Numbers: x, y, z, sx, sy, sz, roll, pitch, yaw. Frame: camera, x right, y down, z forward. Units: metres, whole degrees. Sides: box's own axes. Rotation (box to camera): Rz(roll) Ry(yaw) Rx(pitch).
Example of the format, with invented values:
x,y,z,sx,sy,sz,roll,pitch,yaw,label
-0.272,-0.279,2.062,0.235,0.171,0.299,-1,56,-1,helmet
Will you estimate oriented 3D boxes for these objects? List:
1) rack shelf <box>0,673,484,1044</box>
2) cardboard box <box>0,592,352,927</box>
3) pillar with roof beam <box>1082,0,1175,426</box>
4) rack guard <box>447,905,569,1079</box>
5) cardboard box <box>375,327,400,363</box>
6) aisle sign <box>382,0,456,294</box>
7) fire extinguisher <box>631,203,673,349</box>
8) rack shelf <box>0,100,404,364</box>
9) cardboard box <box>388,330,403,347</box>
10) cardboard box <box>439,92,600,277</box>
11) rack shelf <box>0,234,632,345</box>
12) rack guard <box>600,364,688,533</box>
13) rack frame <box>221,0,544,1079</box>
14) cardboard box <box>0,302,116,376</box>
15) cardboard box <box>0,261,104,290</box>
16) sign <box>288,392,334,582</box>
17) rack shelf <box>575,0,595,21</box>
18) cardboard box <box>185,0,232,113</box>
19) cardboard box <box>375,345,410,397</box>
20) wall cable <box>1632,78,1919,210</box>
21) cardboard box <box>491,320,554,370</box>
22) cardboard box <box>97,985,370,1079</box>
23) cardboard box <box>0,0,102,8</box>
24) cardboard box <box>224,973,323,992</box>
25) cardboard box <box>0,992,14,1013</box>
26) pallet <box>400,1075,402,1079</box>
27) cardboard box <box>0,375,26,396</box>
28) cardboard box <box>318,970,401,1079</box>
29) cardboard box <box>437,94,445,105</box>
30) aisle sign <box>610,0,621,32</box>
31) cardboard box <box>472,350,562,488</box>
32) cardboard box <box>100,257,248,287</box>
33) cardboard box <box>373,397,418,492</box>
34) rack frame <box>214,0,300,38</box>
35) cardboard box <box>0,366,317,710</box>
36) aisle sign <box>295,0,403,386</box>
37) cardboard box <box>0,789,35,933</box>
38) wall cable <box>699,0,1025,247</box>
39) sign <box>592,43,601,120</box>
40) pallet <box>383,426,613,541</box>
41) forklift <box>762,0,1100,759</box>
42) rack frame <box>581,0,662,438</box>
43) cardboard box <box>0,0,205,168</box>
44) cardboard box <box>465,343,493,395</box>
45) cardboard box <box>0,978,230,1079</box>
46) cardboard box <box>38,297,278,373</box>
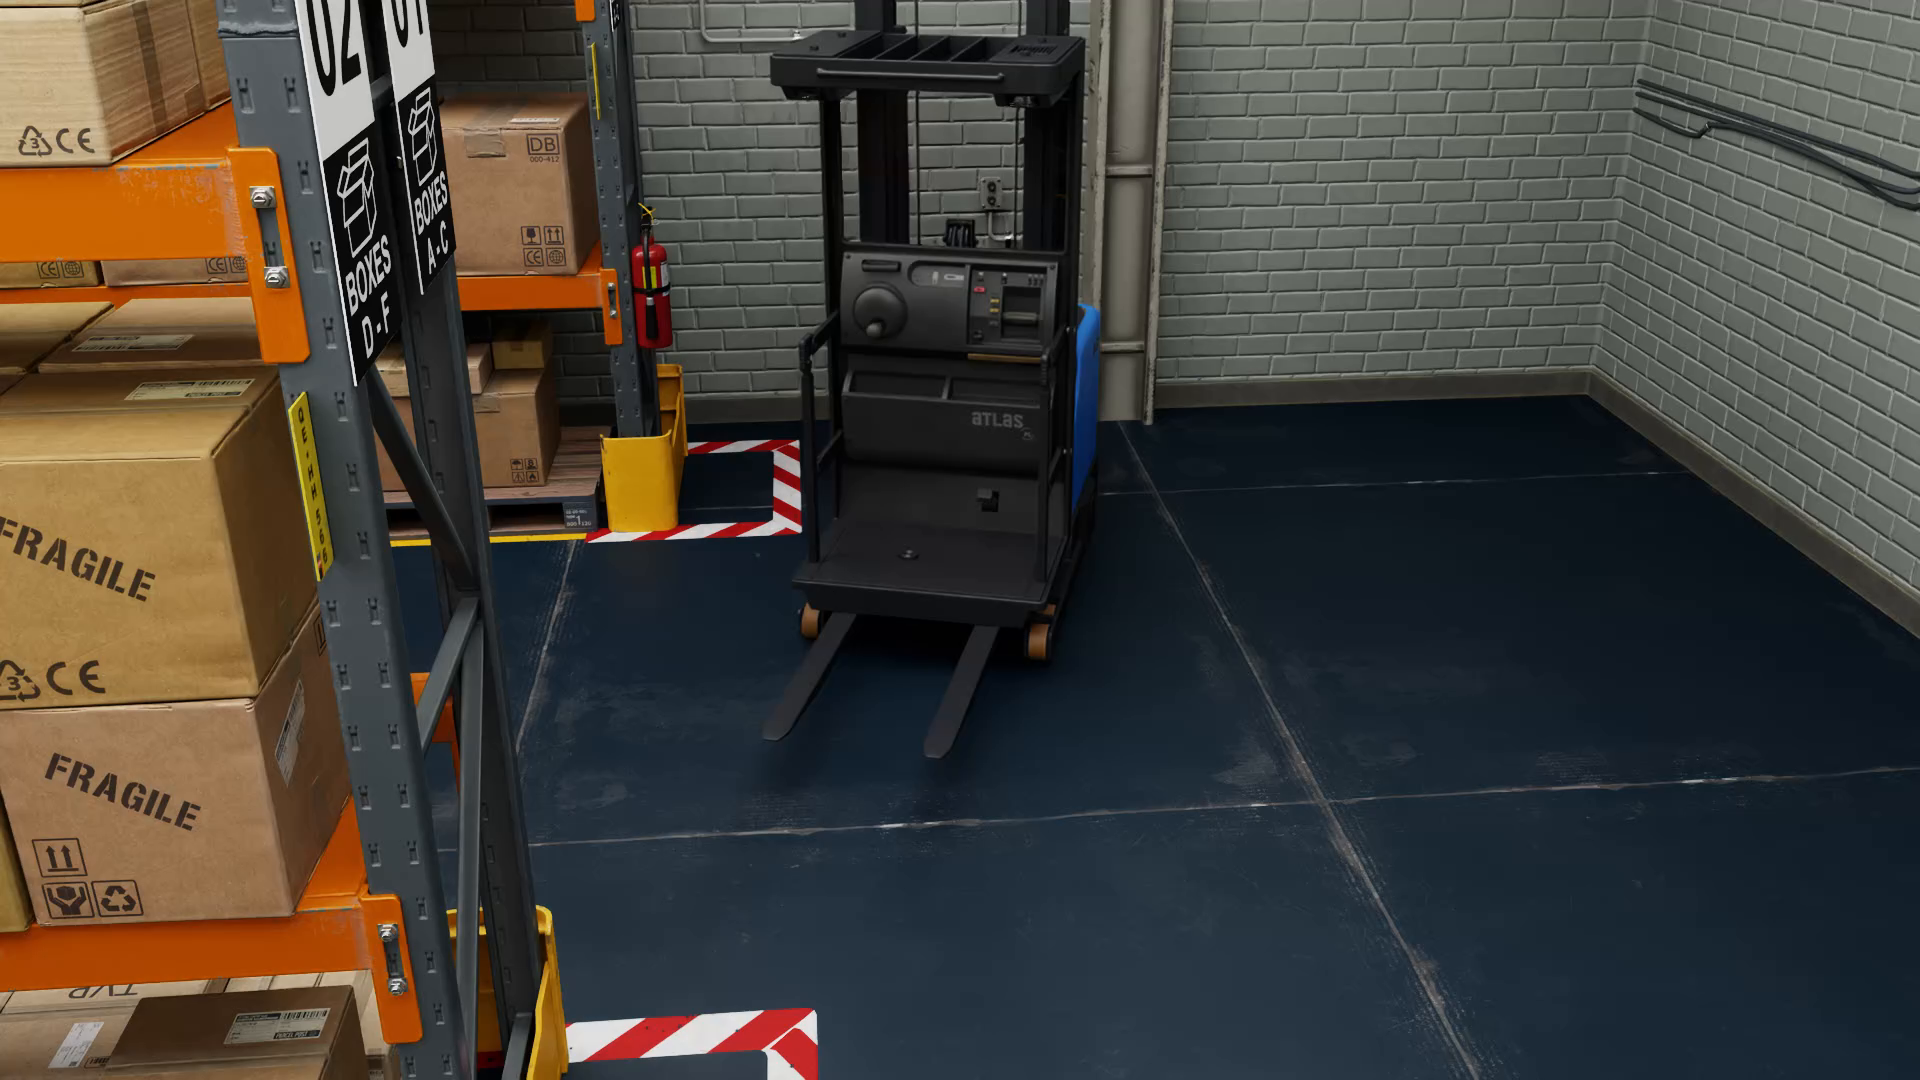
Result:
x,y,z,sx,sy,sz,roll,pitch,yaw,label
-3.175,0.764,3.724,4.000,0.370,1.077,-2,24,-5,rack shelf
-1.604,0.438,3.449,0.500,0.500,0.500,-2,24,-4,cardboard box
1.350,-3.105,4.158,0.400,9.000,9.100,-2,24,-5,pillar with roof beam
-1.260,1.501,4.258,0.348,0.500,1.175,-2,24,-5,rack guard
-3.011,-0.980,8.523,0.250,0.149,0.380,-2,24,-5,cardboard box
-1.146,-0.954,3.503,0.004,0.787,0.394,-2,24,-5,aisle sign
-1.480,-1.260,7.947,0.183,0.674,0.296,-2,24,-5,fire extinguisher
-3.175,-0.607,3.115,4.000,0.370,1.077,-2,24,-5,rack shelf
-2.762,-0.990,8.545,0.250,0.149,0.380,-2,24,-5,cardboard box
-2.182,-1.759,8.146,0.700,0.700,0.980,-1,24,-3,cardboard box
-3.666,-1.238,8.228,4.000,0.370,1.077,-2,24,-5,rack shelf
-1.652,-0.505,8.772,0.348,0.500,1.175,-2,24,-5,rack guard
-1.185,0.355,3.757,0.127,3.000,1.000,-2,24,-5,rack frame
-2.172,-0.212,3.680,0.500,0.500,0.500,-2,24,-5,cardboard box
-4.388,-1.666,7.936,0.700,0.700,0.980,-3,24,-6,cardboard box
-1.150,-0.093,2.952,0.005,0.325,0.100,-2,24,-5,sign
-3.666,-2.609,7.619,4.000,0.370,1.077,-2,24,-5,rack shelf
-1.721,-1.029,3.364,0.500,0.250,0.500,-2,24,-5,cardboard box
-2.726,-0.835,8.198,0.250,0.149,0.380,-2,24,-4,cardboard box
3.988,-3.051,7.857,0.112,2.526,3.097,-2,24,-5,wall cable
-2.257,-1.010,8.592,0.250,0.149,0.380,-2,24,-5,cardboard box
-1.702,1.418,3.903,0.500,0.500,0.500,-2,24,-5,cardboard box
-1.671,-1.052,2.799,0.500,0.250,0.500,-2,24,-5,cardboard box
-1.884,1.337,4.496,0.250,0.166,0.380,-2,24,-5,cardboard box
-2.749,1.358,4.346,0.500,0.250,0.500,-2,24,-5,cardboard box
-2.054,1.665,4.245,1.213,0.211,1.003,-2,24,-5,pallet
-2.103,0.002,3.198,0.500,0.500,0.500,-2,24,-4,cardboard box
-1.635,1.335,4.522,0.250,0.149,0.380,-2,24,-5,cardboard box
-2.905,-1.726,8.070,0.700,0.700,0.980,-2,24,-6,cardboard box
-1.574,-2.716,7.467,0.004,0.787,0.394,-2,24,-5,aisle sign
-2.362,-0.628,8.530,0.500,0.500,0.700,-2,24,-5,cardboard box
-3.665,-1.699,8.010,0.700,0.700,0.980,-3,24,-8,cardboard box
-2.860,-0.608,8.485,0.500,0.500,0.700,-2,24,-5,cardboard box
-1.185,-2.386,2.539,0.127,3.000,1.000,-2,24,-5,rack frame
-1.601,-0.018,3.244,0.500,0.500,0.500,-3,24,-6,cardboard box
-1.087,-0.711,2.957,0.004,0.787,0.394,-2,24,-5,aisle sign
-2.120,0.460,3.400,0.500,0.500,0.500,-2,24,-5,cardboard box
-0.494,-2.544,9.031,1.851,1.984,0.084,-2,24,-5,wall cable
-1.636,-2.064,7.484,0.005,0.325,0.100,-2,24,-5,sign
-2.463,-0.309,8.685,1.213,0.211,1.003,-2,24,-5,pallet
-0.090,-0.985,6.859,1.130,2.935,3.031,5,24,11,forklift
-1.675,-1.647,8.262,0.127,3.000,1.000,-2,24,-5,rack frame
-1.670,-0.820,2.893,0.500,0.250,0.500,-2,24,-5,cardboard box
-2.472,-0.846,8.221,0.250,0.149,0.380,-3,24,-6,cardboard box
-2.251,1.338,4.391,0.500,0.250,0.500,-2,24,-5,cardboard box
-1.652,-0.236,3.734,0.500,0.500,0.500,-2,24,-4,cardboard box
